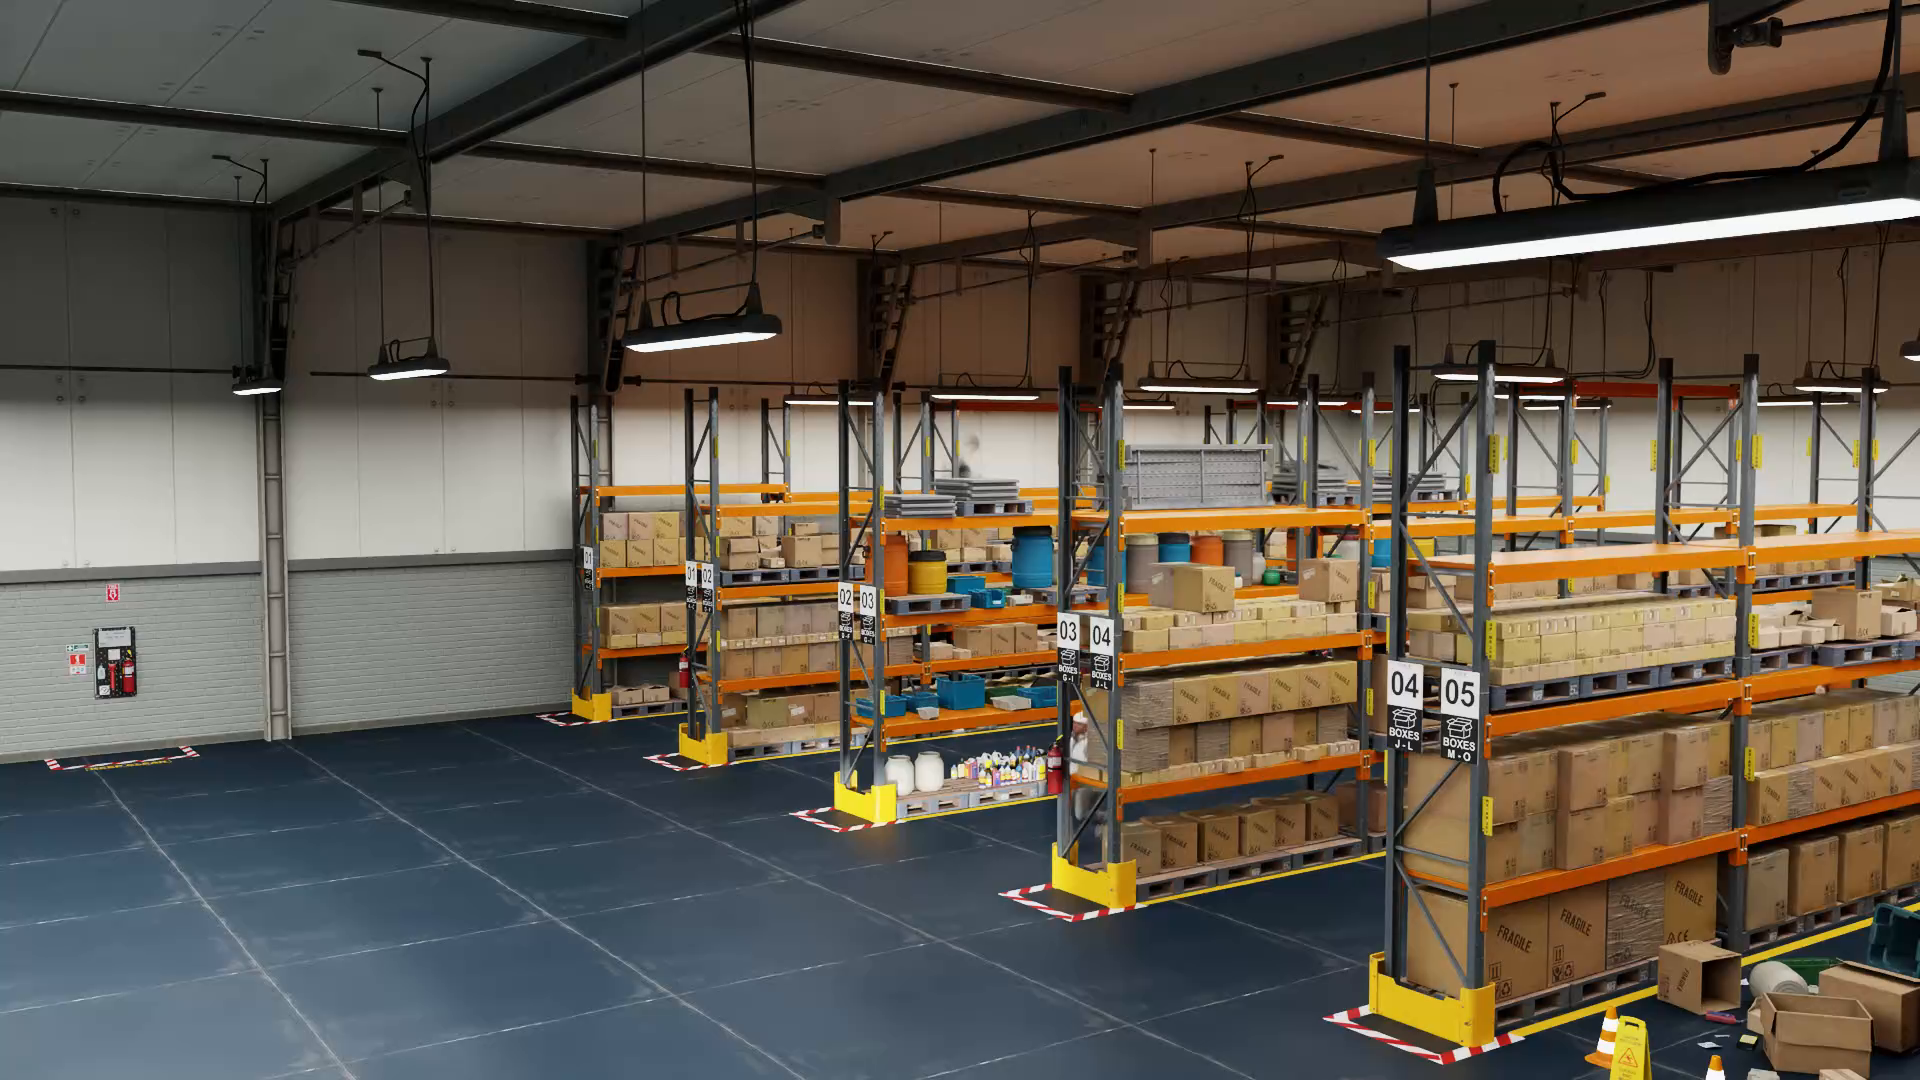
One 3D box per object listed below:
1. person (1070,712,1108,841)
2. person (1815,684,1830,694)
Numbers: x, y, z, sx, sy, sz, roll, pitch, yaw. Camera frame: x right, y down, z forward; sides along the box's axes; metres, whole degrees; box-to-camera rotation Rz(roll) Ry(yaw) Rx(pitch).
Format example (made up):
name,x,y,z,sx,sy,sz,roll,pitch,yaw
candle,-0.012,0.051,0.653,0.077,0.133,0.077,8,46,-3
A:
name,x,y,z,sx,sy,sz,roll,pitch,yaw
person,1.526,3.042,20.953,0.819,1.763,0.662,-3,5,-43
person,12.501,2.885,24.120,0.790,1.639,0.567,-2,4,-36
